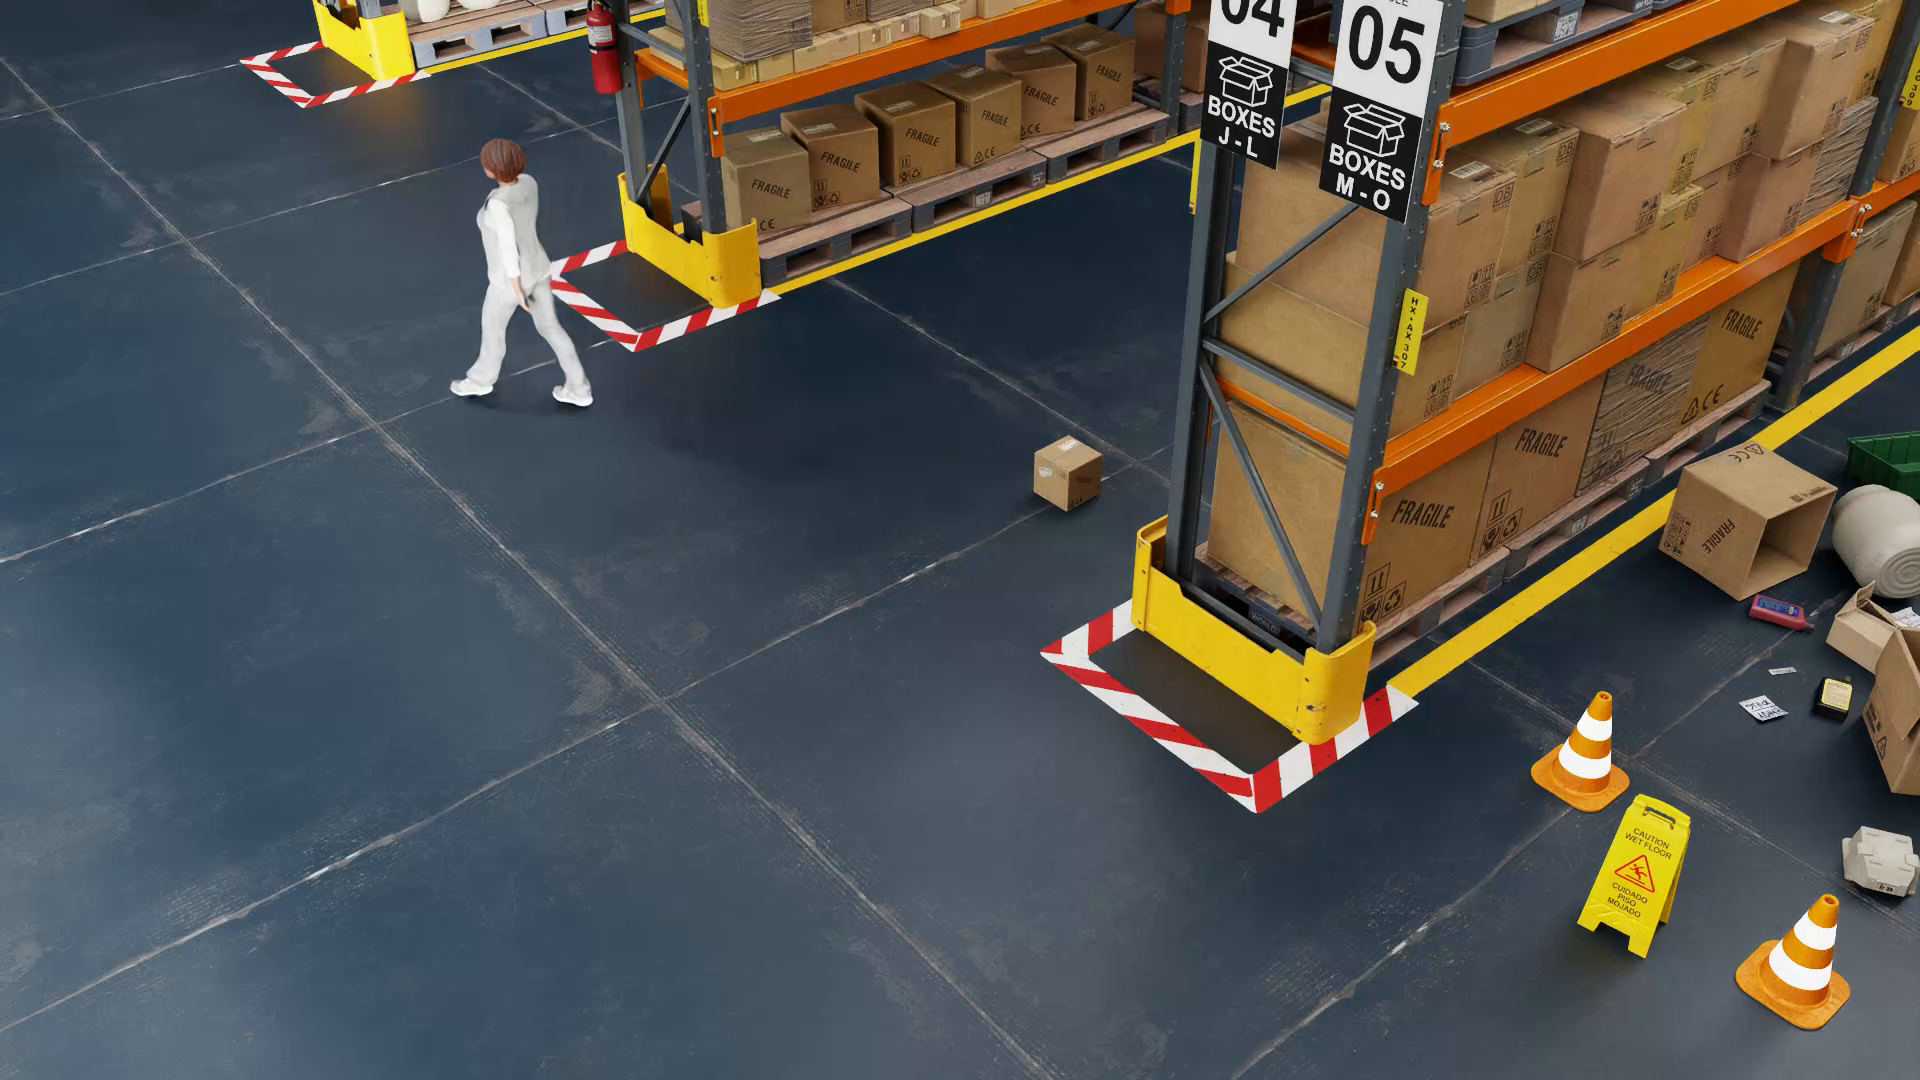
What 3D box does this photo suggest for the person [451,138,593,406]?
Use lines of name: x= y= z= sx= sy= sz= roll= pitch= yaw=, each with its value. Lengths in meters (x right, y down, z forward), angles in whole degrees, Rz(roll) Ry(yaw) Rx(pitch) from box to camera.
person: x=-2.468 y=-1.466 z=9.046 sx=0.866 sy=1.557 sz=0.426 roll=14 pitch=39 yaw=18
